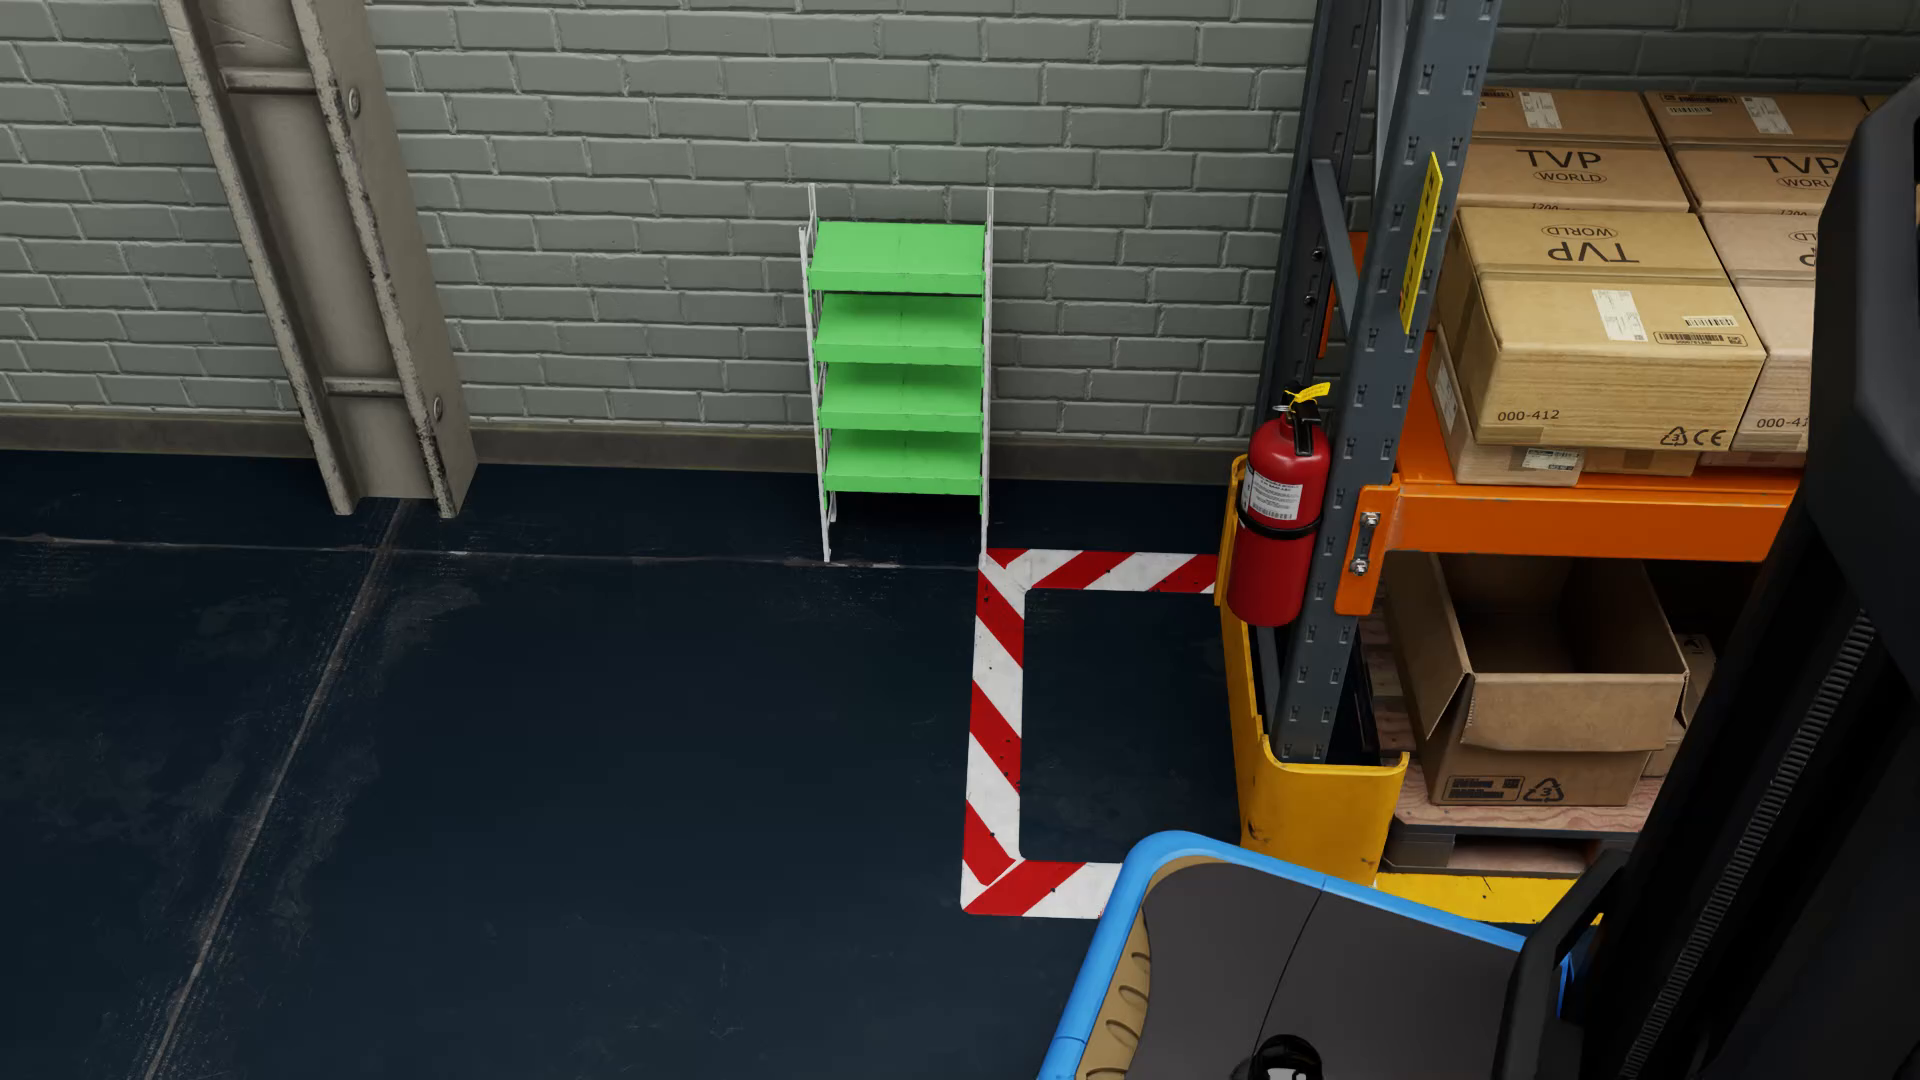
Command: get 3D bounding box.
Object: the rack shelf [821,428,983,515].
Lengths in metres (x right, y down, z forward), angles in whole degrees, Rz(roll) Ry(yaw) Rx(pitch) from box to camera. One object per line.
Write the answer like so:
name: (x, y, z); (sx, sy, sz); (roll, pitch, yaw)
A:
rack shelf: (-0.165, -0.222, 5.054); (0.480, 0.148, 0.258); (2, 43, 2)

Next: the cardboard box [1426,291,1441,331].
cardboard box: (1.191, -0.663, 3.945); (0.250, 0.149, 0.380); (1, 43, 1)

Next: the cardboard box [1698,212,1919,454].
cardboard box: (1.792, -0.423, 3.396); (0.500, 0.250, 0.500); (2, 43, 2)

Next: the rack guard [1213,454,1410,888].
rack guard: (0.924, 0.335, 4.524); (0.348, 0.500, 1.175); (2, 43, 2)

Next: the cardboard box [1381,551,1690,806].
cardboard box: (1.454, 0.261, 4.293); (0.637, 0.503, 0.797); (0, 43, 0)

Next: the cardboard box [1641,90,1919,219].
cardboard box: (1.834, -0.786, 3.785); (0.500, 0.250, 0.500); (2, 43, 2)

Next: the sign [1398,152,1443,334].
sign: (0.823, -0.529, 2.983); (0.005, 0.325, 0.100); (2, 43, 2)

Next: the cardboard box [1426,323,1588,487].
cardboard box: (1.164, -0.293, 3.549); (0.250, 0.149, 0.380); (1, 43, 2)

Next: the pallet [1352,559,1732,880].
pallet: (1.720, 0.464, 4.597); (1.213, 0.211, 1.003); (2, 43, 2)

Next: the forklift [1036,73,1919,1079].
forklift: (1.547, 0.919, 2.113); (3.031, 2.935, 1.130); (15, 45, 16)

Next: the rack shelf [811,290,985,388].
rack shelf: (-0.166, -0.573, 4.726); (0.480, 0.148, 0.258); (2, 43, 2)

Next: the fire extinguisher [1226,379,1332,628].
fire extinguisher: (0.680, -0.107, 3.495); (0.183, 0.674, 0.296); (2, 43, 2)

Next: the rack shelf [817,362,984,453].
rack shelf: (-0.165, -0.397, 4.890); (0.480, 0.148, 0.258); (2, 43, 2)

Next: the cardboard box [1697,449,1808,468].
cardboard box: (1.684, -0.333, 3.591); (0.250, 0.149, 0.380); (1, 43, 1)

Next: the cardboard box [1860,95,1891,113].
cardboard box: (2.329, -0.768, 3.765); (0.500, 0.250, 0.500); (3, 43, 3)

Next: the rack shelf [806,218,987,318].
rack shelf: (-0.166, -0.749, 4.563); (0.480, 0.148, 0.258); (2, 43, 2)

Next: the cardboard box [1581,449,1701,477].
cardboard box: (1.420, -0.317, 3.574); (0.250, 0.149, 0.380); (3, 43, 3)

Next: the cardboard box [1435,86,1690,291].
cardboard box: (1.319, -0.803, 3.803); (0.500, 0.250, 0.500); (3, 43, 3)

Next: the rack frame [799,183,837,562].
rack frame: (-0.409, -0.452, 4.855); (0.015, 1.200, 0.240); (2, 43, 2)

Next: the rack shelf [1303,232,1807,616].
rack shelf: (2.846, -0.258, 3.854); (4.000, 0.370, 1.077); (2, 43, 2)

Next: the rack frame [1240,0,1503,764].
rack frame: (0.848, -0.582, 3.674); (0.127, 3.000, 1.000); (2, 43, 2)

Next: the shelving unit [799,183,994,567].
shelving unit: (-0.165, -0.444, 4.846); (0.503, 1.200, 0.258); (2, 43, 2)

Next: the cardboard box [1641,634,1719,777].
cardboard box: (1.877, 0.430, 4.371); (0.250, 0.149, 0.380); (0, 43, 0)

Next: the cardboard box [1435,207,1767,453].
cardboard box: (1.289, -0.439, 3.412); (0.500, 0.250, 0.500); (2, 43, 2)

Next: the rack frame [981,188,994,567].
rack frame: (0.078, -0.437, 4.838); (0.015, 1.200, 0.240); (2, 43, 2)

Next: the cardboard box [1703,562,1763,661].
cardboard box: (2.307, 0.315, 4.237); (0.500, 0.500, 0.700); (3, 43, 4)
